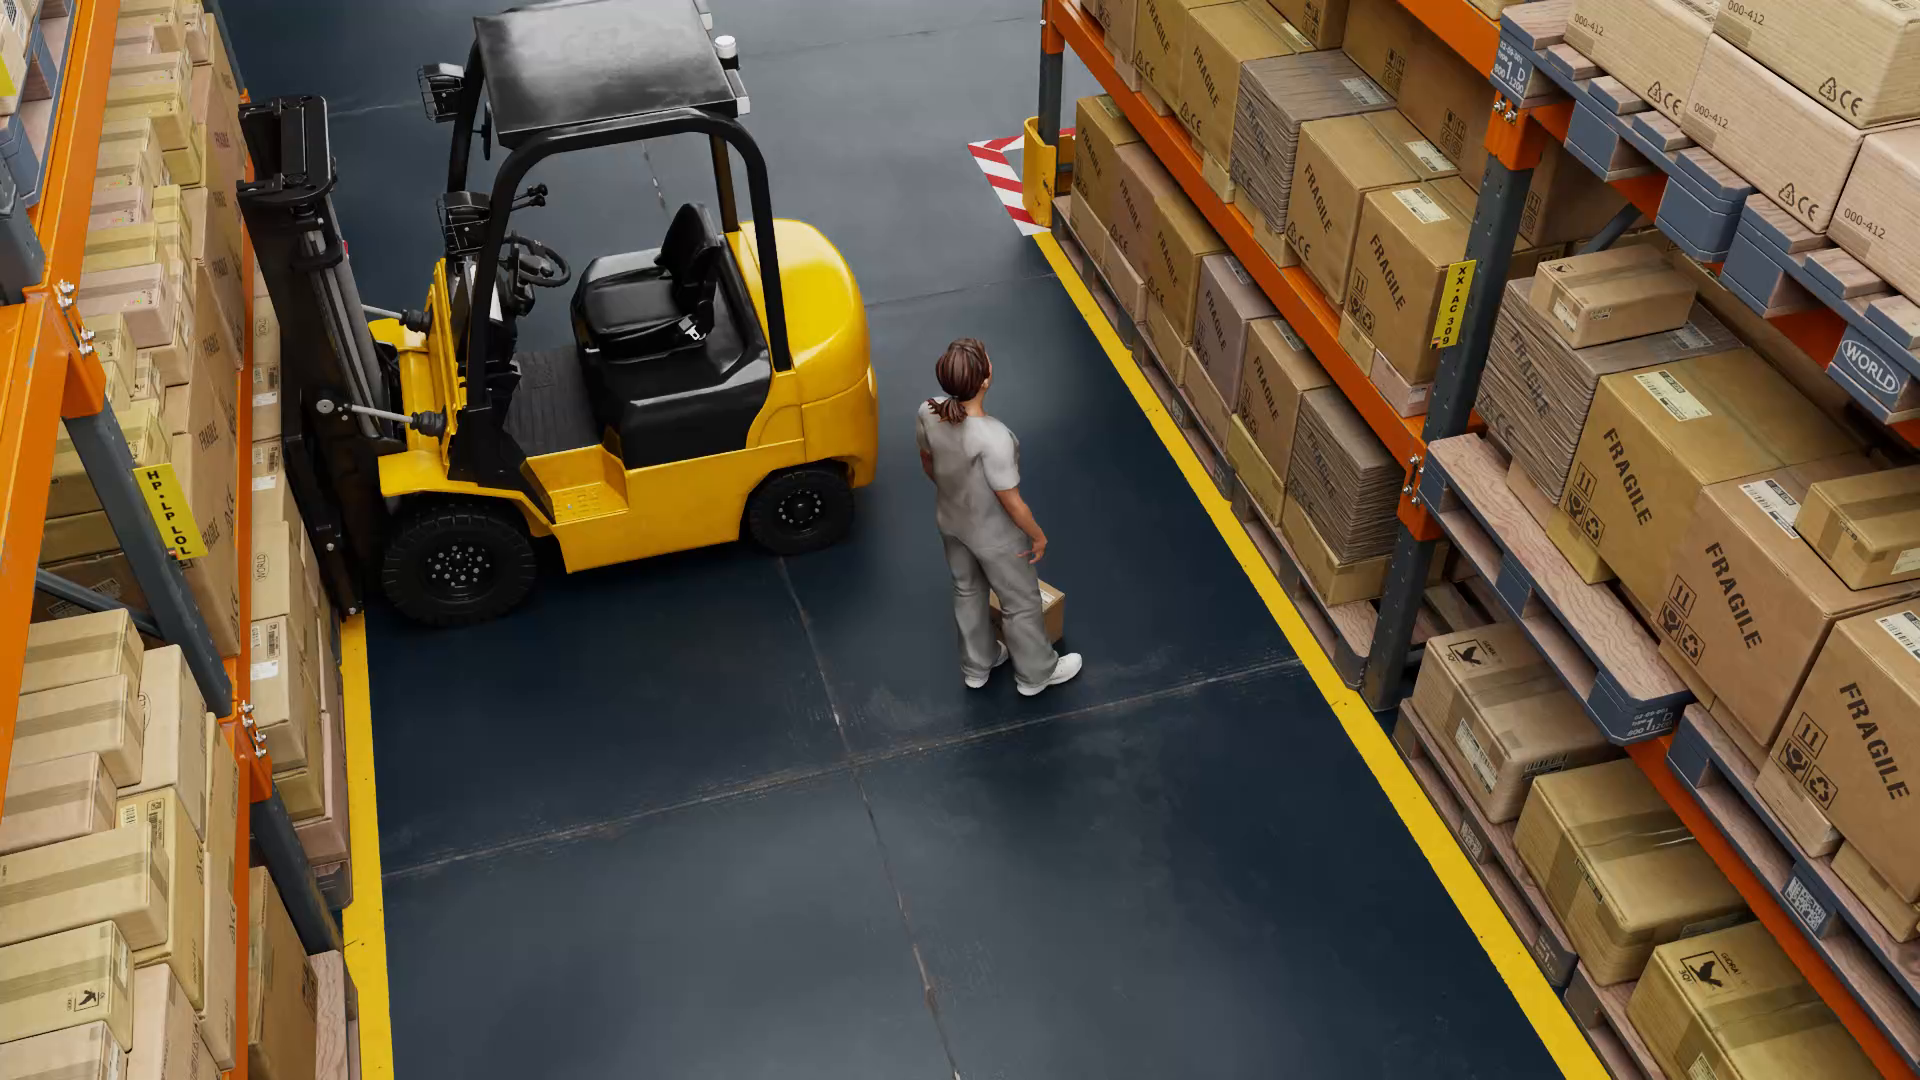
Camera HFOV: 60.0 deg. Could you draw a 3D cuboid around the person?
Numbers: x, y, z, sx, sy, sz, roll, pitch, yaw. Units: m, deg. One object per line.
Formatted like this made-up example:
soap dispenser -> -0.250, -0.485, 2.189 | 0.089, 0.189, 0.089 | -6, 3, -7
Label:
person -> 0.132, -0.088, 6.245 | 0.550, 1.677, 0.550 | 33, 52, 31
